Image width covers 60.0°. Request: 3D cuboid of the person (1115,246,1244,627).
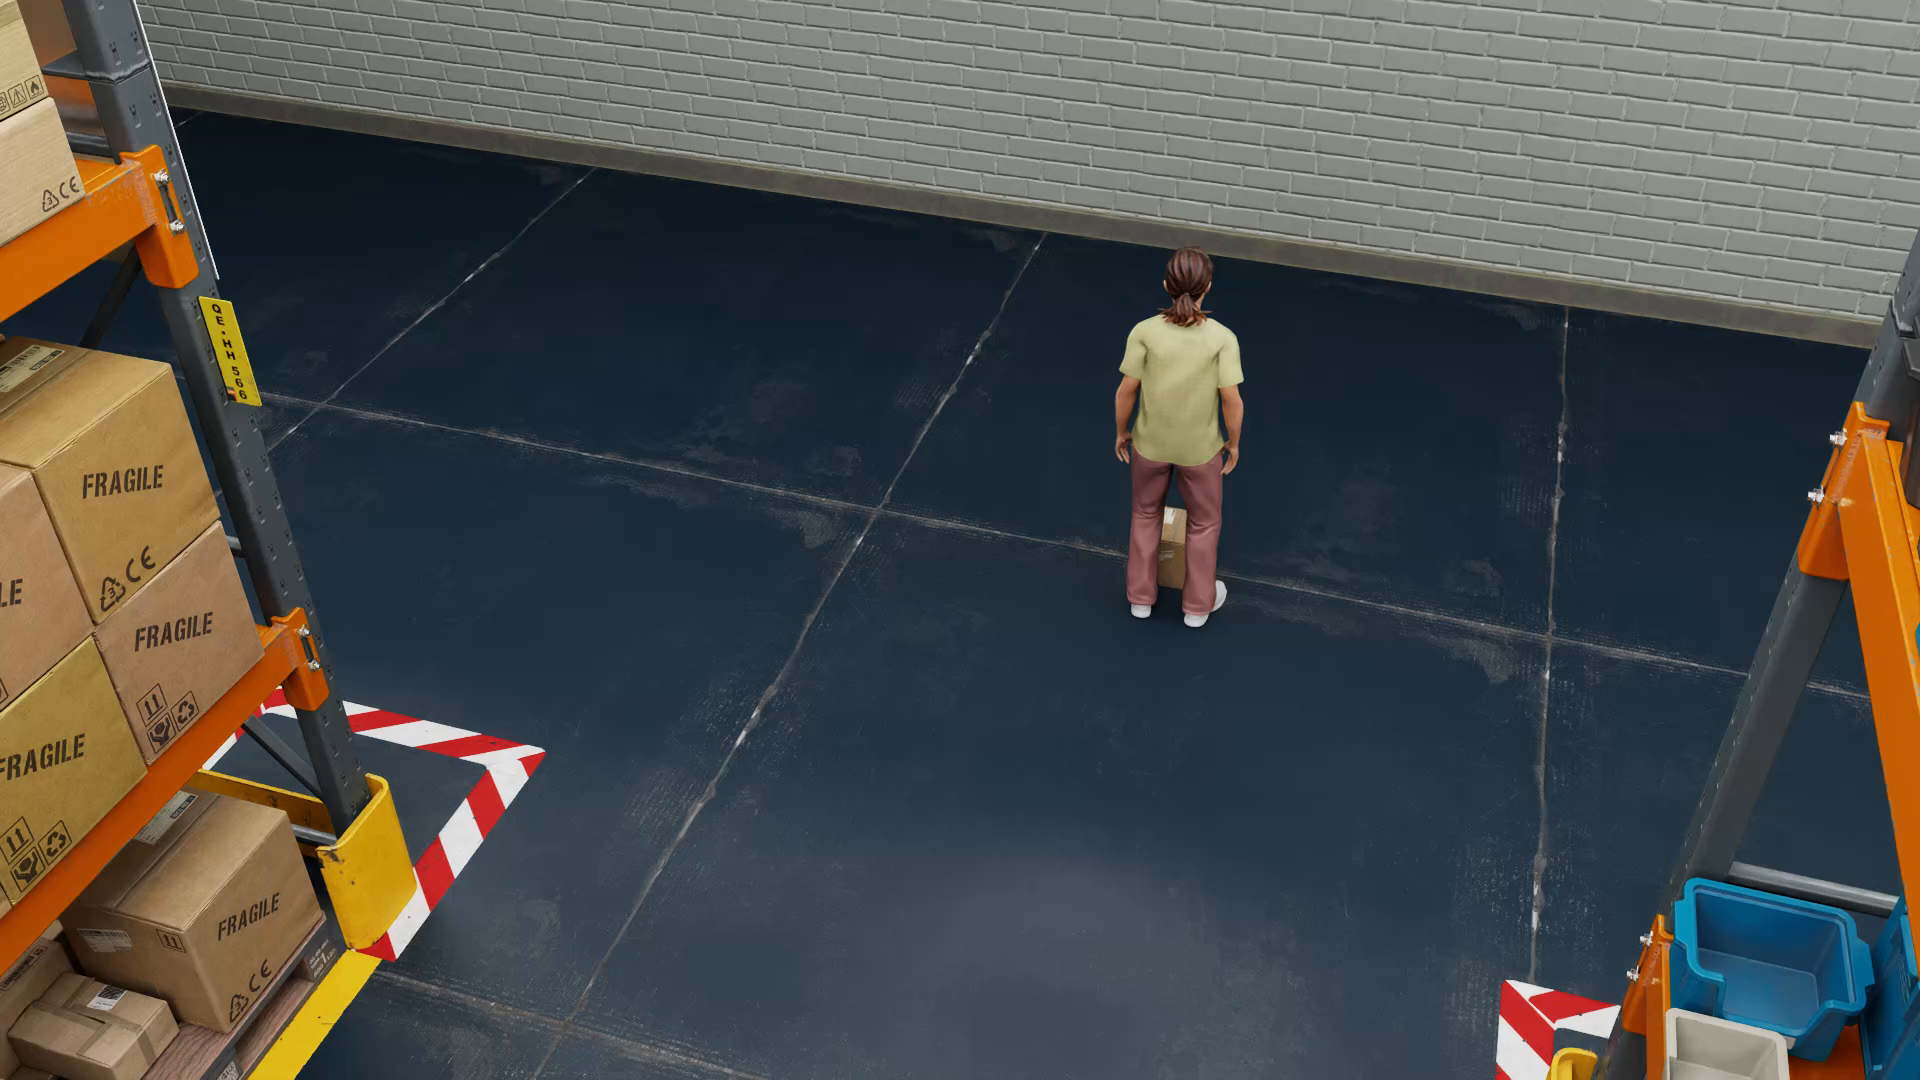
[{"bbox_3d":[0.875,-0.387,6.662,0.515,1.671,0.365,9,38,11],"label":"person"}]
